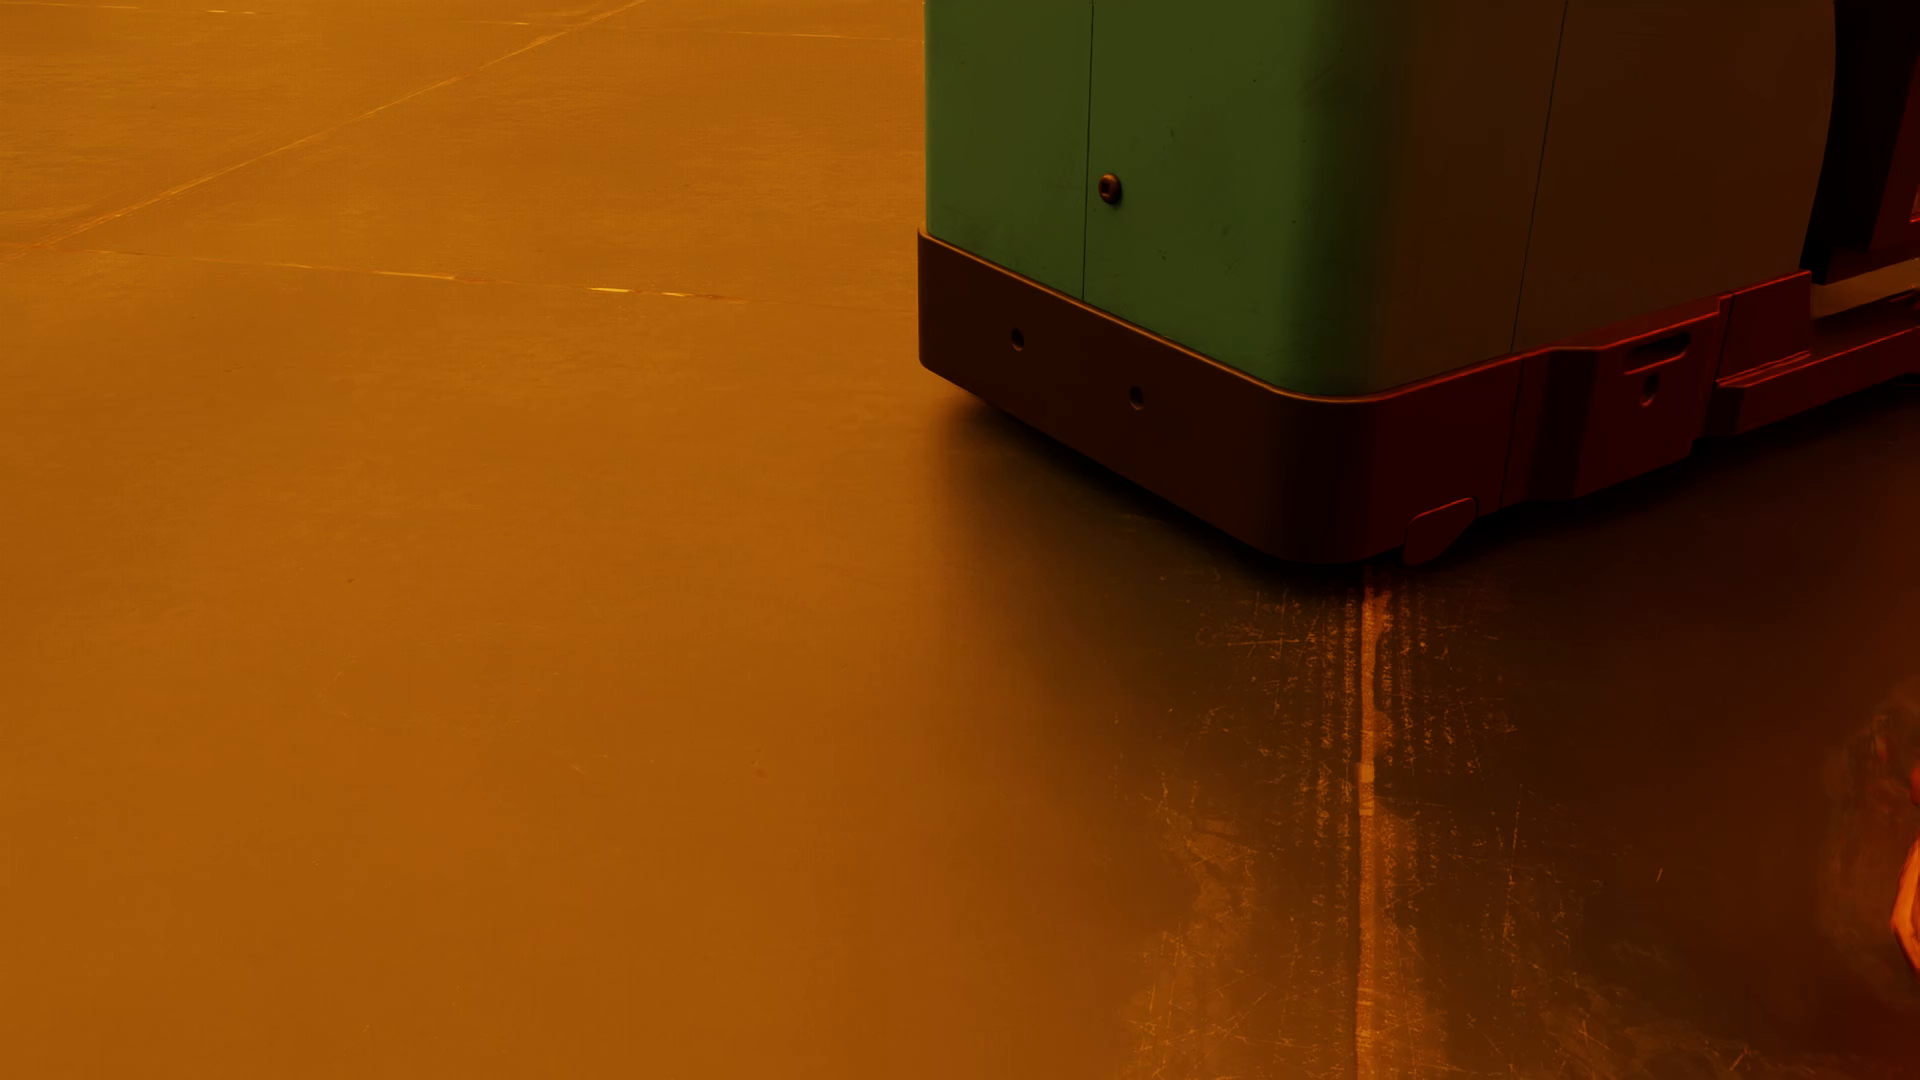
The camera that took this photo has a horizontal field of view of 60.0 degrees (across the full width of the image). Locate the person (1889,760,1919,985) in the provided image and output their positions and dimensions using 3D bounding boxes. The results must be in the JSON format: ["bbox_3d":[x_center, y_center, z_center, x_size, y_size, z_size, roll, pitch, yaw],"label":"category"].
[{"bbox_3d":[1.286,-0.196,1.261,0.833,1.539,0.678,7,28,14],"label":"person"}]

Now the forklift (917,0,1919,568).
[{"bbox_3d":[1.435,-1.767,2.749,3.031,2.935,1.130,-17,31,-30],"label":"forklift"}]
